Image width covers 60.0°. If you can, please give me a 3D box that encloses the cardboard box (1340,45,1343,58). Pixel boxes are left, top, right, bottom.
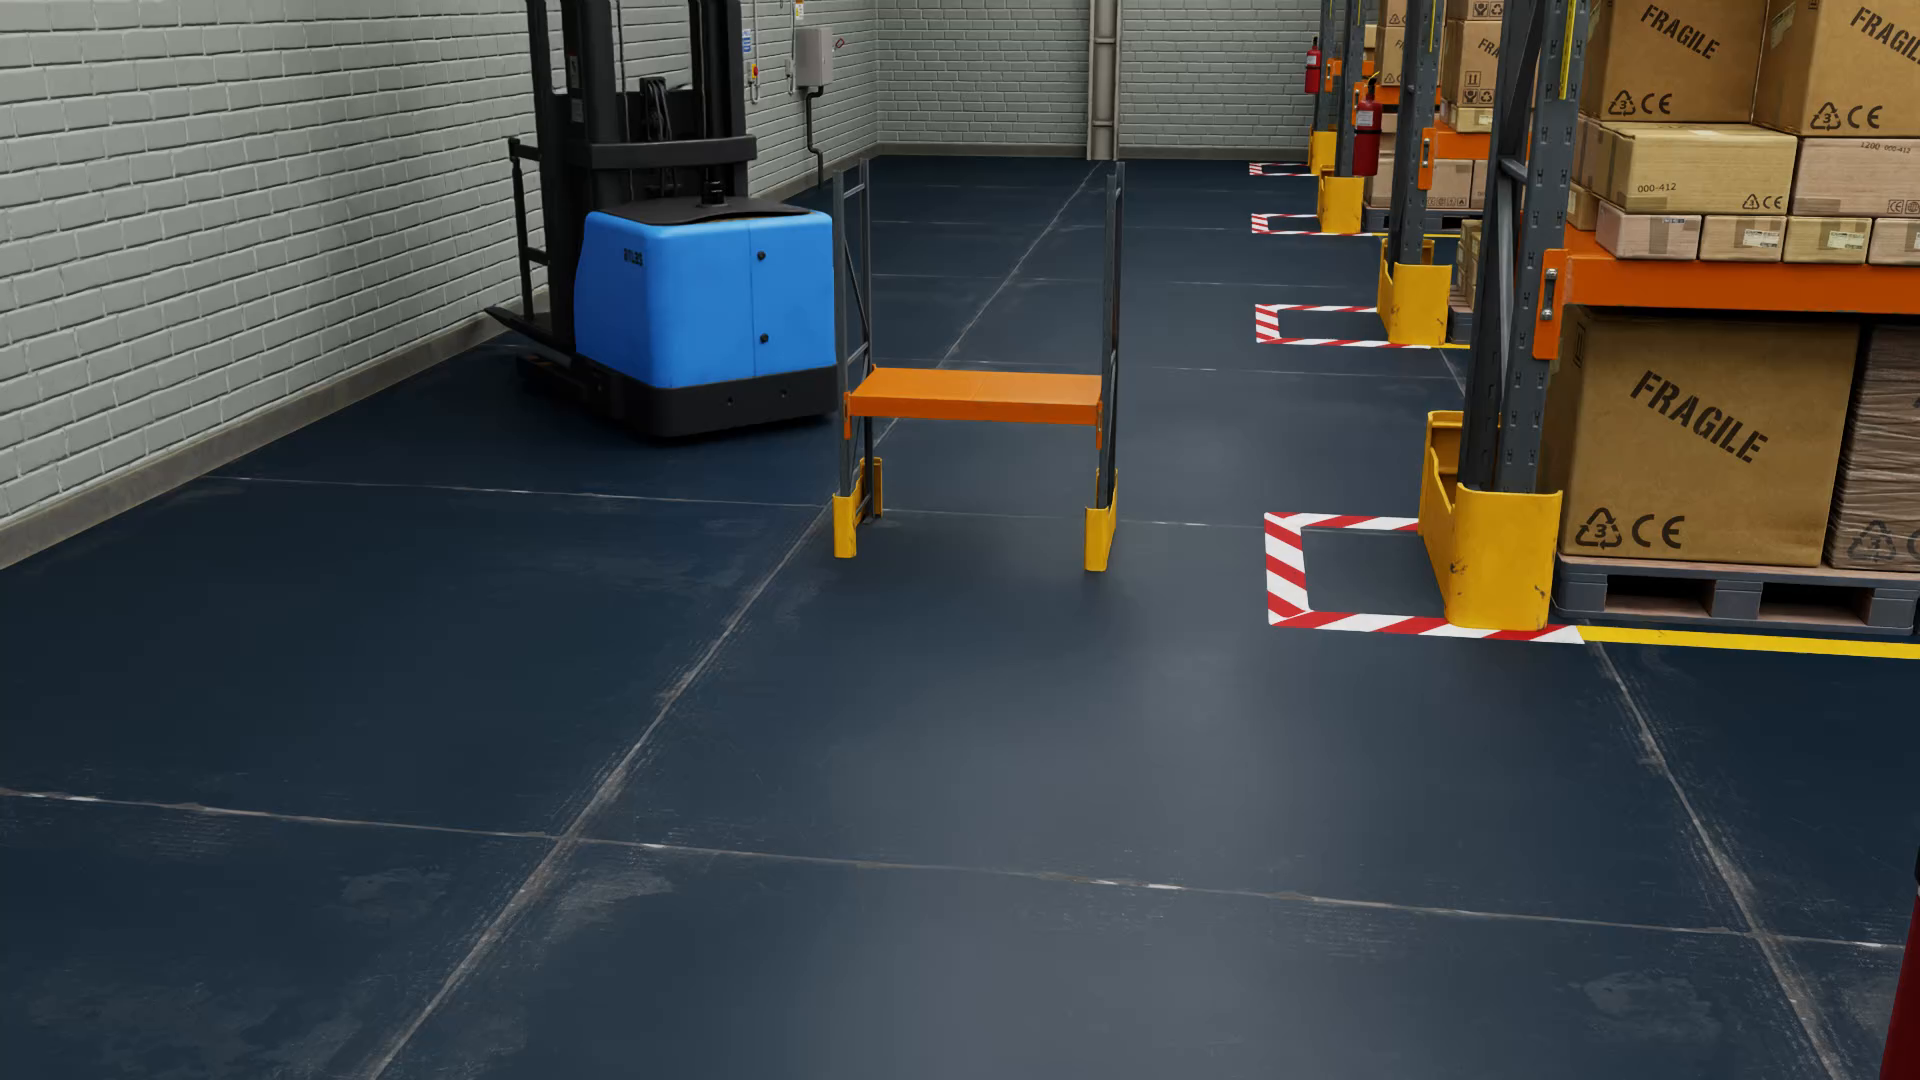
[{"bbox_3d":[4.739,-5.896,20.092,0.250,0.149,0.380,3,19,8],"label":"cardboard box"}]

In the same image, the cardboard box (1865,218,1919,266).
[{"bbox_3d":[3.076,-1.009,5.488,0.250,0.149,0.380,3,19,8],"label":"cardboard box"}]

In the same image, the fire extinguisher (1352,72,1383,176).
[{"bbox_3d":[2.725,-2.780,11.094,0.183,0.674,0.296,3,19,9],"label":"fire extinguisher"}]

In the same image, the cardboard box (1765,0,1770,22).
[{"bbox_3d":[4.814,-3.312,9.773,0.500,0.500,0.500,2,19,7],"label":"cardboard box"}]

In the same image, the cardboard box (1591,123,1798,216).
[{"bbox_3d":[2.445,-1.249,5.576,0.500,0.250,0.500,2,19,7],"label":"cardboard box"}]

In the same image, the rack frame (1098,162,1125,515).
[{"bbox_3d":[0.586,-0.681,6.476,0.032,1.500,0.500,3,19,9],"label":"rack frame"}]

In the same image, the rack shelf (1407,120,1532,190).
[{"bbox_3d":[4.875,-2.395,10.366,4.000,0.370,1.077,3,19,9],"label":"rack shelf"}]

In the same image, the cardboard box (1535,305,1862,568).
[{"bbox_3d":[2.658,-0.472,6.173,0.875,0.875,0.875,3,19,9],"label":"cardboard box"}]

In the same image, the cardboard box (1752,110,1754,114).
[{"bbox_3d":[4.716,-2.536,10.050,0.250,0.149,0.380,4,19,11],"label":"cardboard box"}]

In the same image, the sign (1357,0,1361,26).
[{"bbox_3d":[3.492,-4.667,14.534,0.005,0.325,0.100,3,19,9],"label":"sign"}]

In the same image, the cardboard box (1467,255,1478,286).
[{"bbox_3d":[3.377,-1.718,10.572,0.250,0.149,0.380,4,19,11],"label":"cardboard box"}]

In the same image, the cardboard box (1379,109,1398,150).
[{"bbox_3d":[4.958,-4.902,20.000,0.637,0.503,0.797,2,19,6],"label":"cardboard box"}]

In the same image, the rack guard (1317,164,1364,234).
[{"bbox_3d":[3.562,-3.208,15.603,0.348,0.500,1.175,3,19,9],"label":"rack guard"}]

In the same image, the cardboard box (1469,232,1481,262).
[{"bbox_3d":[3.364,-1.833,10.447,0.250,0.149,0.380,2,19,6],"label":"cardboard box"}]

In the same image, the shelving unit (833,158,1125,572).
[{"bbox_3d":[0.075,-0.707,6.554,1.083,1.500,0.587,3,19,9],"label":"shelving unit"}]

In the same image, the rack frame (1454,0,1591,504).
[{"bbox_3d":[2.014,-1.288,5.924,0.127,3.000,1.000,3,19,9],"label":"rack frame"}]

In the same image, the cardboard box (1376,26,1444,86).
[{"bbox_3d":[4.014,-4.326,14.846,0.500,0.500,0.500,3,19,8],"label":"cardboard box"}]

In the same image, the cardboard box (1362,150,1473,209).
[{"bbox_3d":[4.253,-3.375,15.537,0.875,0.438,0.875,2,19,7],"label":"cardboard box"}]

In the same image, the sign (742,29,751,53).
[{"bbox_3d":[-2.054,-4.785,15.950,0.001,0.218,0.327,3,19,9],"label":"sign"}]

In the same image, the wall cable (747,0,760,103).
[{"bbox_3d":[-1.985,-5.165,15.863,0.123,1.953,0.585,3,19,9],"label":"wall cable"}]

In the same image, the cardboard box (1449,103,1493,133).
[{"bbox_3d":[3.168,-2.598,10.237,0.250,0.149,0.380,3,19,8],"label":"cardboard box"}]

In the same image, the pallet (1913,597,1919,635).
[{"bbox_3d":[4.017,0.113,6.134,1.213,0.211,1.003,3,19,9],"label":"pallet"}]

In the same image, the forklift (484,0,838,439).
[{"bbox_3d":[-1.862,-2.298,9.051,1.130,2.935,3.031,-12,22,-32],"label":"forklift"}]

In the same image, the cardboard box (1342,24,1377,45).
[{"bbox_3d":[4.865,-6.077,20.007,0.500,0.250,0.500,3,19,10],"label":"cardboard box"}]

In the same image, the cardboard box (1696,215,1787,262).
[{"bbox_3d":[2.565,-1.035,5.564,0.250,0.149,0.380,3,19,8],"label":"cardboard box"}]

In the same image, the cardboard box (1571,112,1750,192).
[{"bbox_3d":[2.534,-1.416,6.076,0.500,0.250,0.500,3,19,8],"label":"cardboard box"}]

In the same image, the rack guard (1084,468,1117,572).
[{"bbox_3d":[0.567,-0.090,6.677,0.087,0.250,0.587,3,19,9],"label":"rack guard"}]

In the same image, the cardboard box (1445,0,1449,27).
[{"bbox_3d":[4.526,-4.777,14.618,0.500,0.500,0.500,2,19,7],"label":"cardboard box"}]

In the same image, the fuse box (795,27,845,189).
[{"bbox_3d":[-1.508,-4.709,18.179,0.414,1.711,0.539,3,19,9],"label":"fuse box"}]

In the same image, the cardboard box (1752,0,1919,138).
[{"bbox_3d":[2.938,-1.579,5.381,0.500,0.500,0.500,2,19,7],"label":"cardboard box"}]

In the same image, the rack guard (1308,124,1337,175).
[{"bbox_3d":[4.444,-4.758,20.236,0.348,0.500,1.175,3,19,9],"label":"rack guard"}]

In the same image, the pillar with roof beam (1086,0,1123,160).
[{"bbox_3d":[1.167,-7.862,16.118,0.400,9.000,9.100,3,19,9],"label":"pillar with roof beam"}]

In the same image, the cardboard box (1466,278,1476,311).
[{"bbox_3d":[3.367,-1.557,10.560,0.250,0.149,0.380,3,19,10],"label":"cardboard box"}]

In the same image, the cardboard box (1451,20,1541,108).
[{"bbox_3d":[3.300,-2.916,10.164,0.500,0.500,0.500,4,19,11],"label":"cardboard box"}]

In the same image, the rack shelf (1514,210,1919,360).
[{"bbox_3d":[3.988,-0.846,5.737,4.000,0.370,1.077,3,19,9],"label":"rack shelf"}]

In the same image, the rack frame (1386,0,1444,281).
[{"bbox_3d":[2.900,-2.836,10.553,0.127,3.000,1.000,3,19,9],"label":"rack frame"}]

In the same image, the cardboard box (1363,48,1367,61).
[{"bbox_3d":[4.650,-5.726,19.585,0.250,0.149,0.380,3,19,8],"label":"cardboard box"}]

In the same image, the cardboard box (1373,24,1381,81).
[{"bbox_3d":[4.104,-4.498,15.362,0.500,0.500,0.500,3,19,9],"label":"cardboard box"}]

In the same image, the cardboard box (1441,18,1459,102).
[{"bbox_3d":[3.385,-3.083,10.663,0.500,0.500,0.500,3,19,10],"label":"cardboard box"}]

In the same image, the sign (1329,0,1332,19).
[{"bbox_3d":[4.283,-6.188,19.206,0.005,0.325,0.100,3,19,9],"label":"sign"}]
